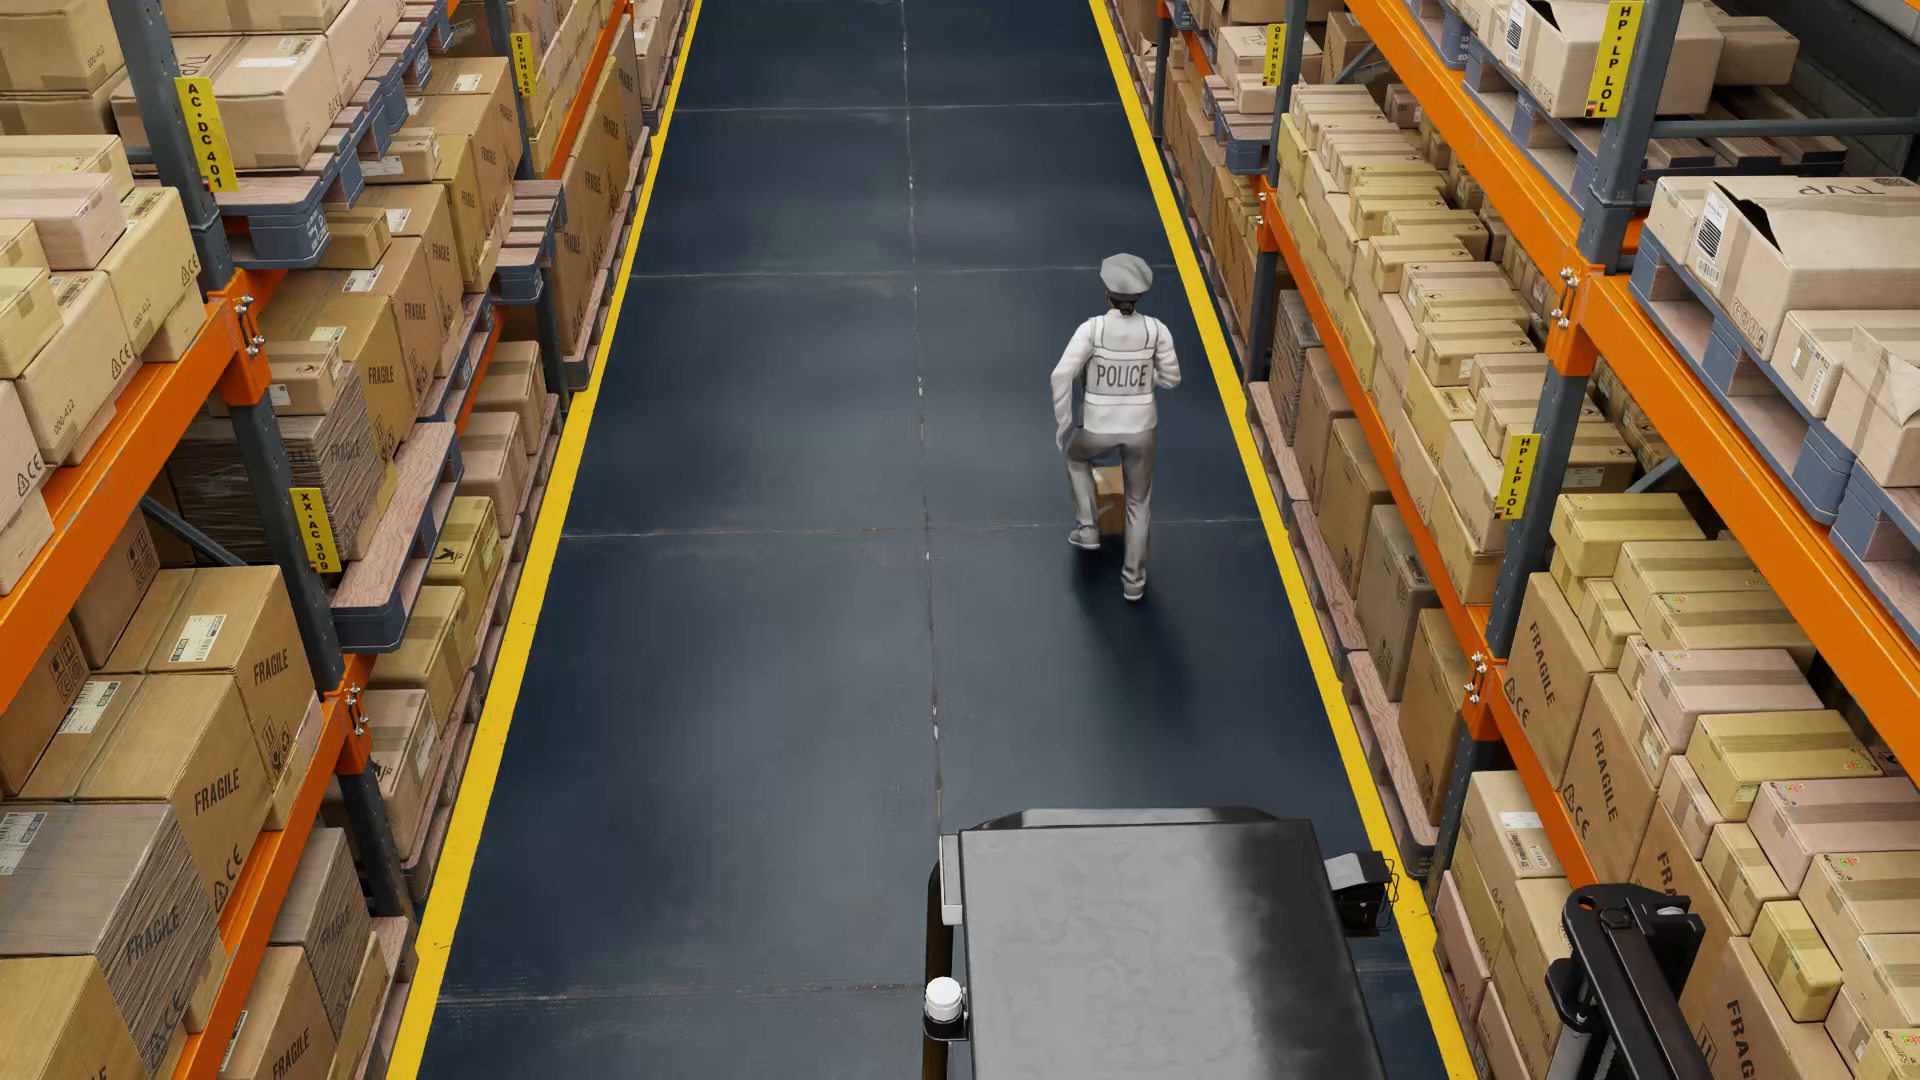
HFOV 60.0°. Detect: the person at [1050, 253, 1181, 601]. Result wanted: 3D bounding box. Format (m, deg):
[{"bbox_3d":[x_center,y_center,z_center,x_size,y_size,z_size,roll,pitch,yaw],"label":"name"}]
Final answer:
[{"bbox_3d":[0.739,-0.562,8.026,0.628,1.611,0.754,1,35,2],"label":"person"}]
